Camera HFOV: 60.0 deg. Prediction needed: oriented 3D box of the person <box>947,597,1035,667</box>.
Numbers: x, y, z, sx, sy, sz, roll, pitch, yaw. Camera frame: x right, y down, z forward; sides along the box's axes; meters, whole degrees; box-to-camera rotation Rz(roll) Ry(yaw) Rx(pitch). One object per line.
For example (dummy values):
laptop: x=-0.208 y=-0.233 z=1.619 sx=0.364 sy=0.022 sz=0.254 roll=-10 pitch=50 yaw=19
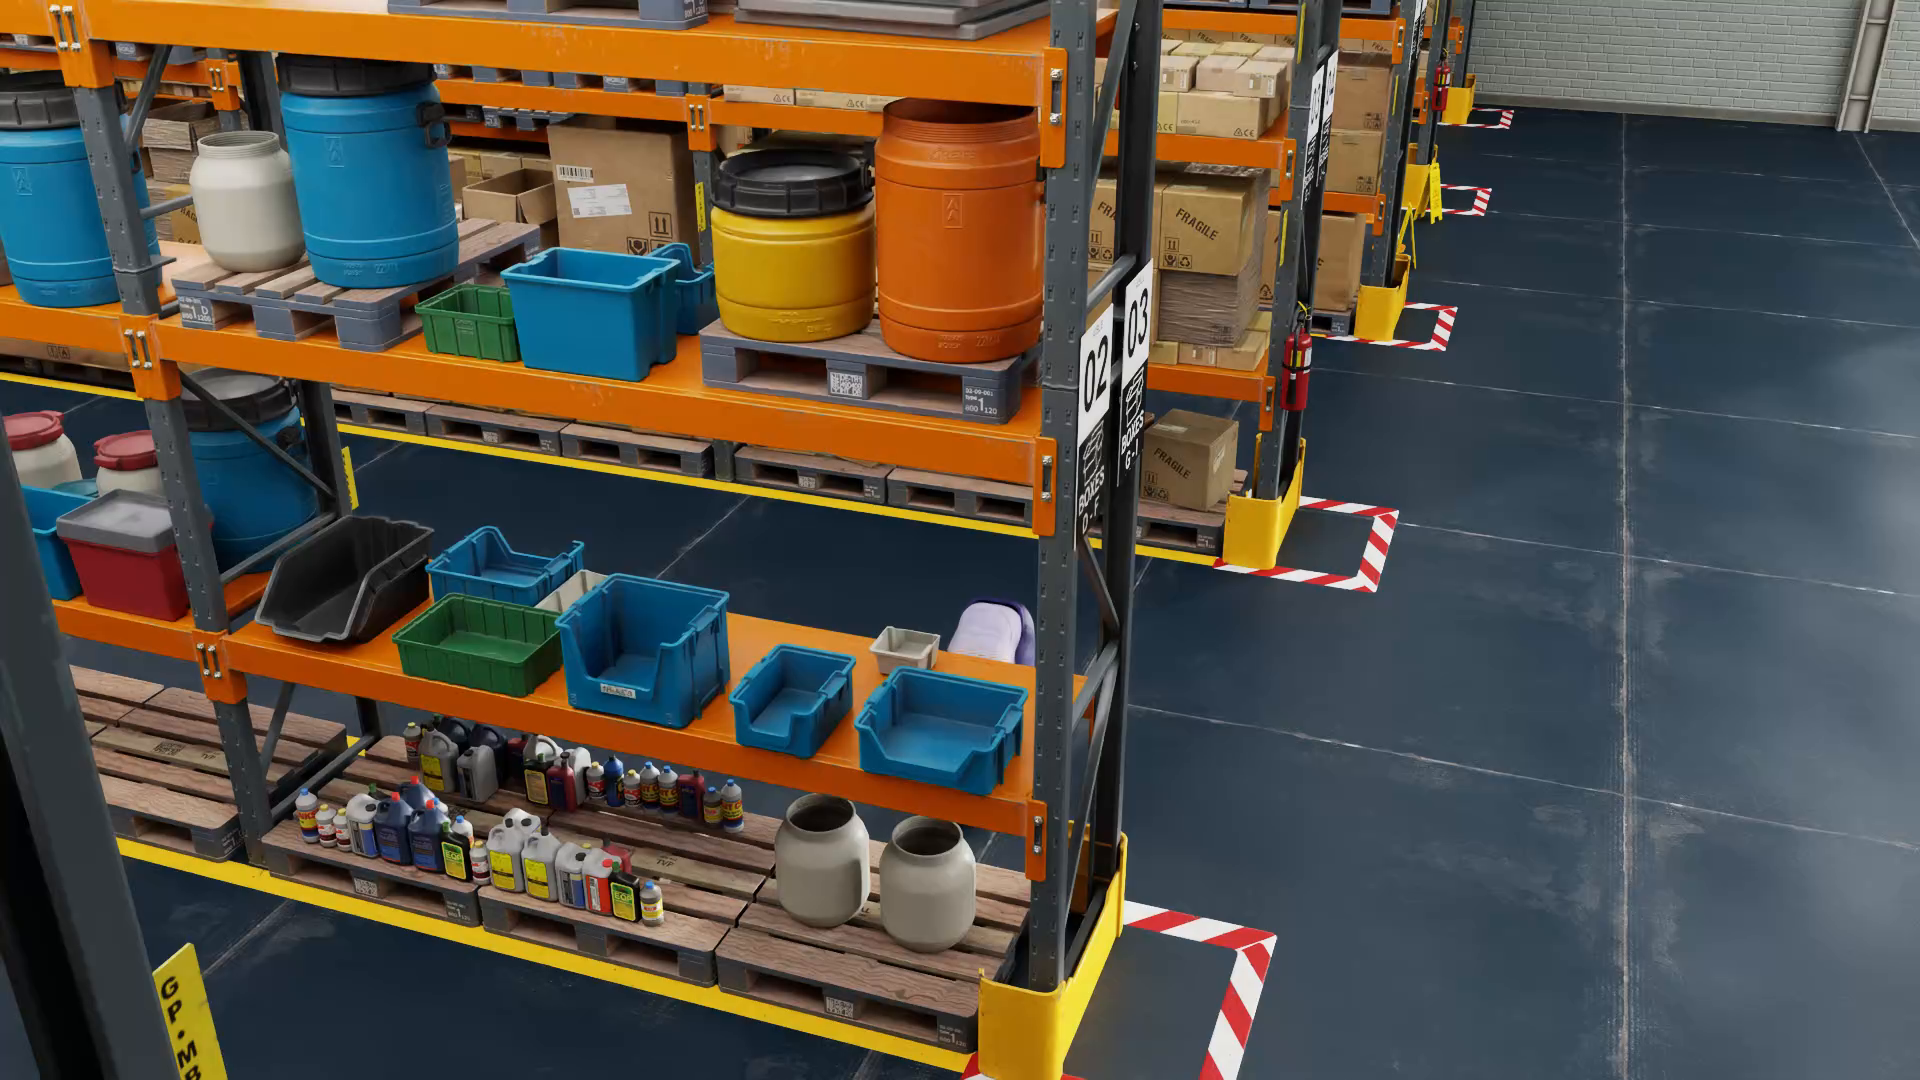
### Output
person: x=0.113 y=0.858 z=8.640 sx=0.506 sy=0.920 sz=0.905 roll=7 pitch=27 yaw=15
